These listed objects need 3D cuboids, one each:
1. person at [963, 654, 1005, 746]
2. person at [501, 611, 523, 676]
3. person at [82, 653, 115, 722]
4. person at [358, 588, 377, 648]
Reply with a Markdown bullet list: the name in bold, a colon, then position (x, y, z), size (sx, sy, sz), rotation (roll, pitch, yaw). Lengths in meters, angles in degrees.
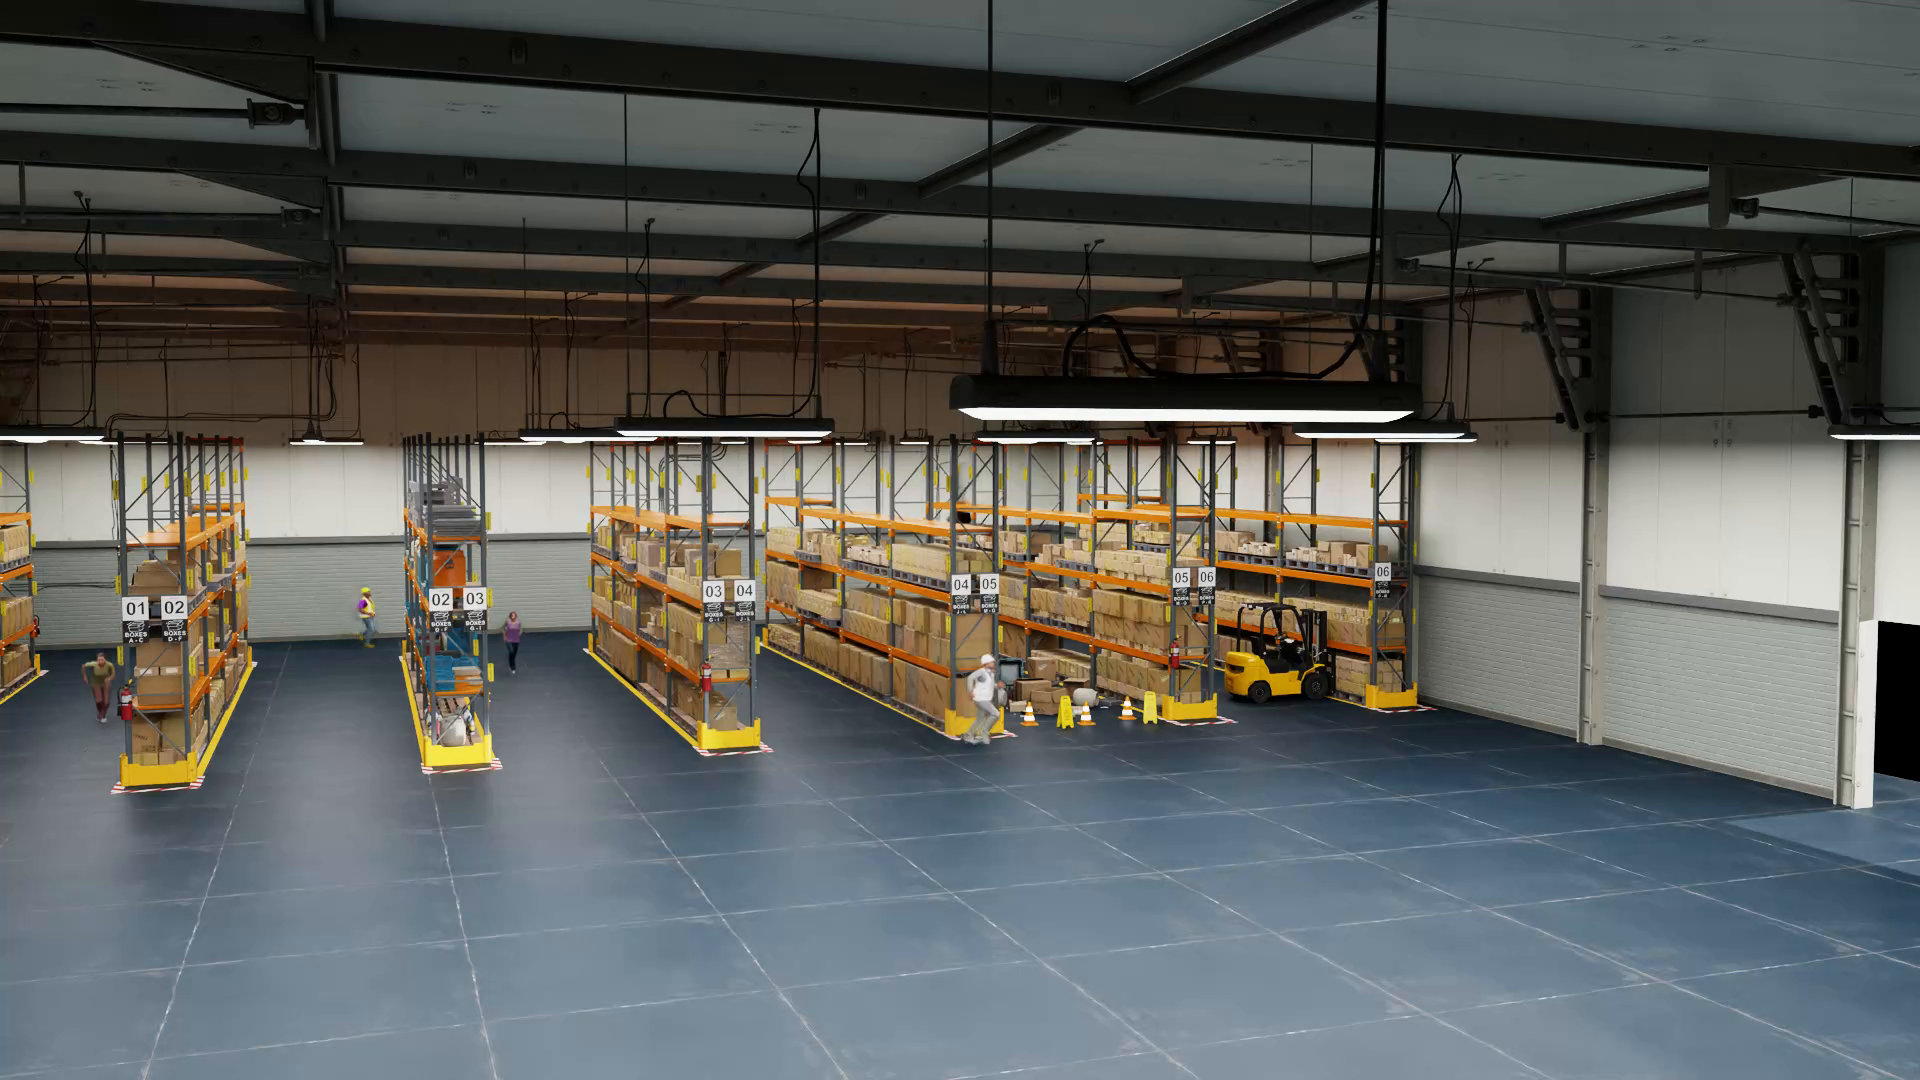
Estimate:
- **person**: position (0.459, 3.067, 31.889), size (0.796, 1.744, 0.684), rotation (1, 3, 18)
- **person**: position (-11.334, 2.603, 42.119), size (0.472, 1.631, 0.842), rotation (-2, 4, -33)
- **person**: position (-17.860, 3.062, 34.497), size (0.605, 1.503, 0.804), rotation (-2, 4, -31)
- **person**: position (-17.038, 2.225, 47.747), size (0.588, 1.721, 0.703), rotation (0, 3, 0)
